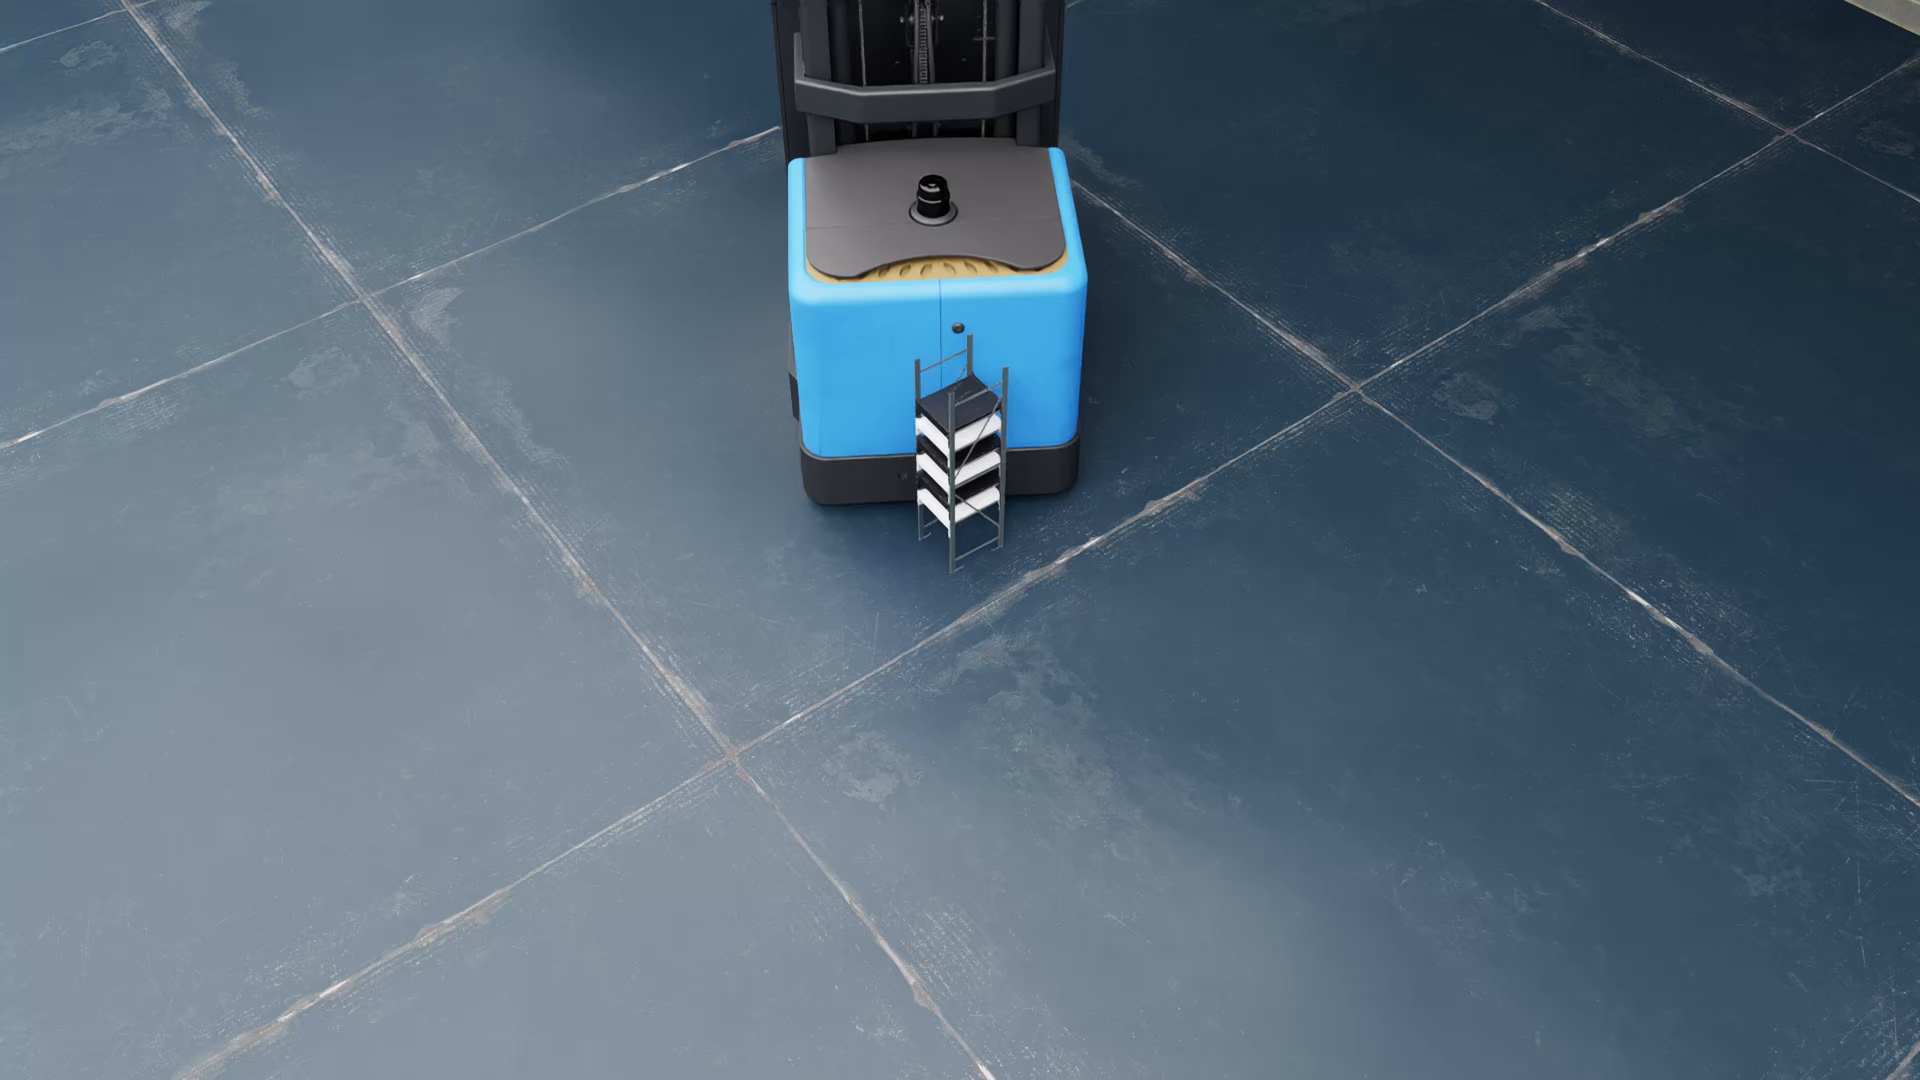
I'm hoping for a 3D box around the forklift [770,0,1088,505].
[{"bbox_3d":[-0.173,-2.211,6.276,1.130,2.935,3.031,-3,48,-3],"label":"forklift"}]

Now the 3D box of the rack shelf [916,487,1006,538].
[{"bbox_3d":[0.004,-0.146,6.063,0.258,0.077,0.200,-28,54,-23],"label":"rack shelf"}]

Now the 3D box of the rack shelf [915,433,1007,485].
[{"bbox_3d":[0.004,-0.328,5.863,0.258,0.077,0.200,-28,54,-23],"label":"rack shelf"}]

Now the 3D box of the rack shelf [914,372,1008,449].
[{"bbox_3d":[0.004,-0.449,5.730,0.258,0.077,0.200,-28,54,-23],"label":"rack shelf"}]

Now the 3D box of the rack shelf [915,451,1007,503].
[{"bbox_3d":[0.004,-0.267,5.930,0.258,0.077,0.200,-28,54,-23],"label":"rack shelf"}]

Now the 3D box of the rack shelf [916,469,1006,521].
[{"bbox_3d":[0.004,-0.207,5.997,0.258,0.077,0.200,-28,54,-23],"label":"rack shelf"}]

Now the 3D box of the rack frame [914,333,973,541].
[{"bbox_3d":[-0.055,-0.351,5.961,0.240,0.900,0.006,-28,54,-23],"label":"rack frame"}]

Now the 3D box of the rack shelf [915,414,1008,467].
[{"bbox_3d":[0.004,-0.388,5.797,0.258,0.077,0.200,-28,54,-23],"label":"rack shelf"}]

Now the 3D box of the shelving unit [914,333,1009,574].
[{"bbox_3d":[0.004,-0.290,5.905,0.258,0.900,0.210,-28,54,-23],"label":"shelving unit"}]

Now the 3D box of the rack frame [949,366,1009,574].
[{"bbox_3d":[0.063,-0.228,5.850,0.240,0.900,0.006,-28,54,-23],"label":"rack frame"}]
